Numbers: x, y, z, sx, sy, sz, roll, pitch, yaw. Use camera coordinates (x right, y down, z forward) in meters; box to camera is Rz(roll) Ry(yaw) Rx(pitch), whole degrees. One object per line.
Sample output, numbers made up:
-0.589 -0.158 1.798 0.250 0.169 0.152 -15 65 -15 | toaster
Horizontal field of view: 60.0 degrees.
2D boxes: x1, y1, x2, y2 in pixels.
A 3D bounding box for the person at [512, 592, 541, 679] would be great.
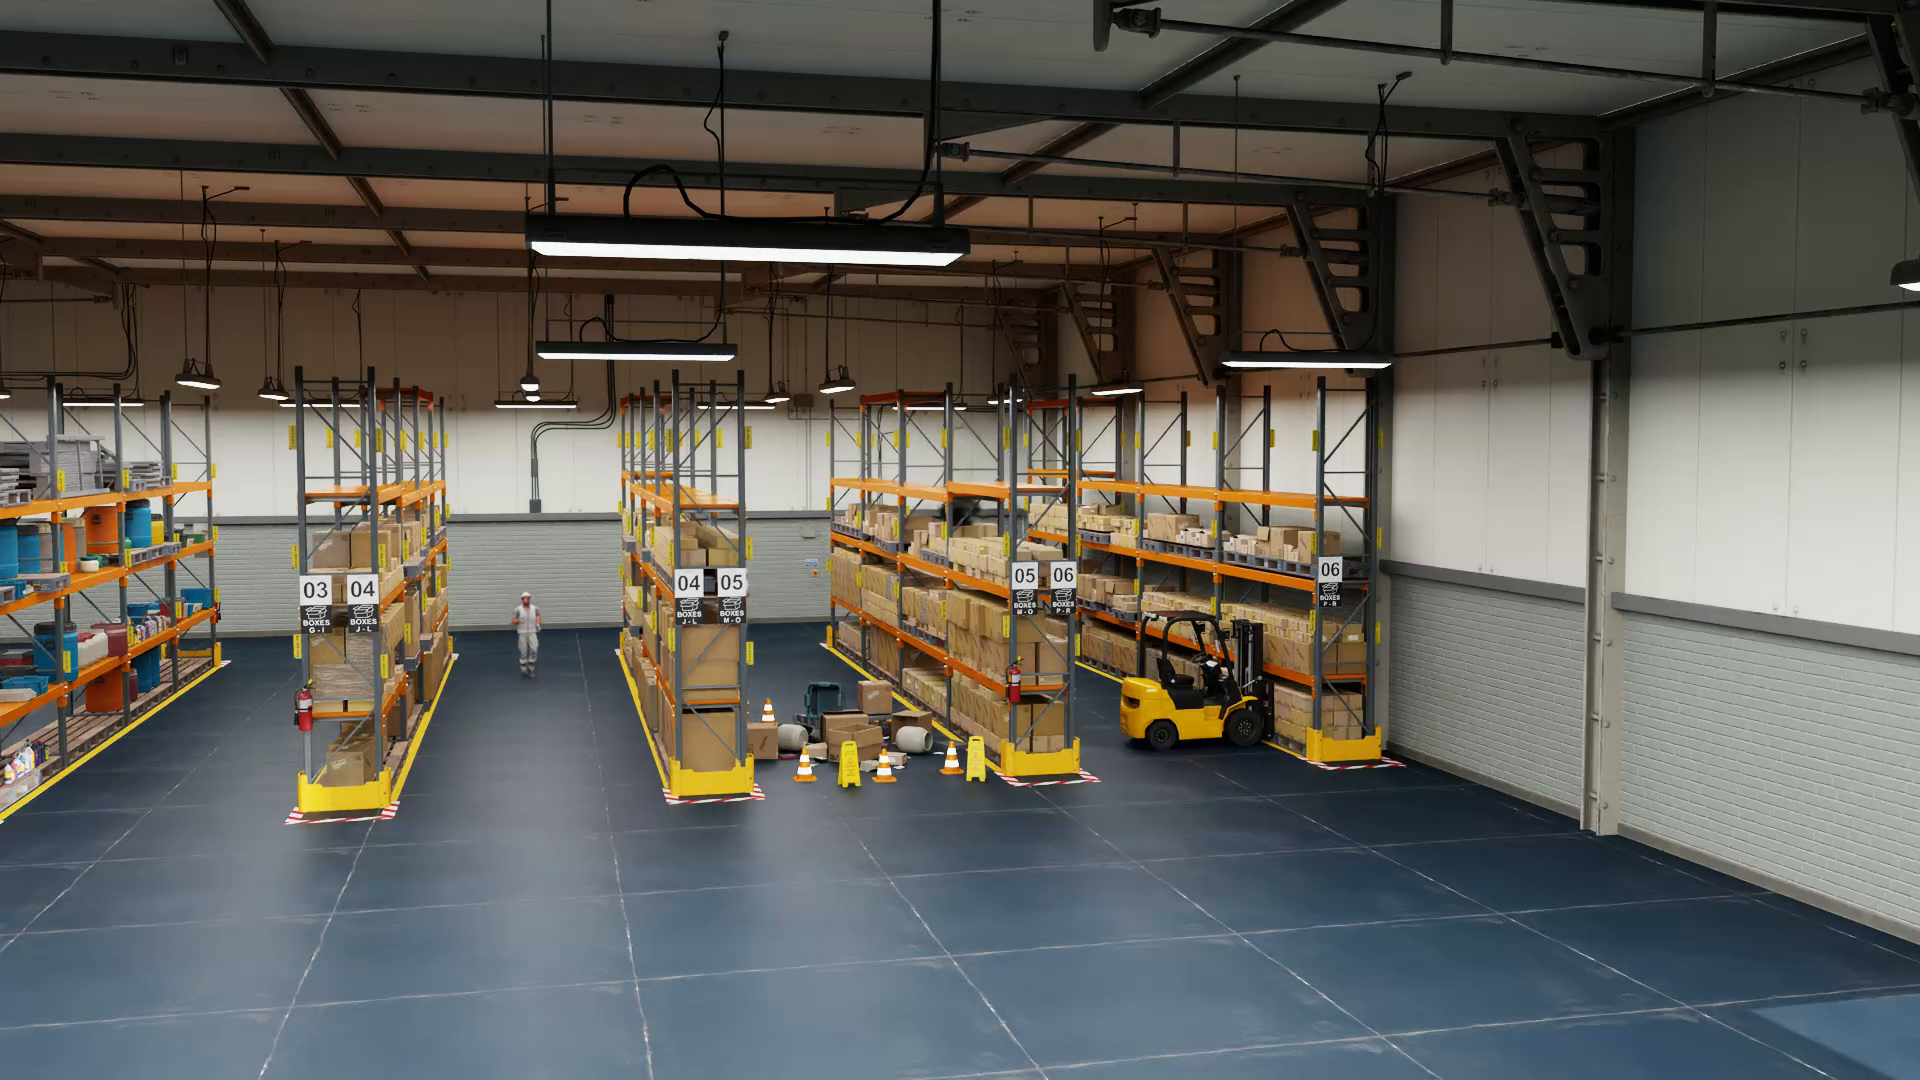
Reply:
-9.133 2.014 35.112 0.632 1.824 0.705 -1 4 -22 | person
